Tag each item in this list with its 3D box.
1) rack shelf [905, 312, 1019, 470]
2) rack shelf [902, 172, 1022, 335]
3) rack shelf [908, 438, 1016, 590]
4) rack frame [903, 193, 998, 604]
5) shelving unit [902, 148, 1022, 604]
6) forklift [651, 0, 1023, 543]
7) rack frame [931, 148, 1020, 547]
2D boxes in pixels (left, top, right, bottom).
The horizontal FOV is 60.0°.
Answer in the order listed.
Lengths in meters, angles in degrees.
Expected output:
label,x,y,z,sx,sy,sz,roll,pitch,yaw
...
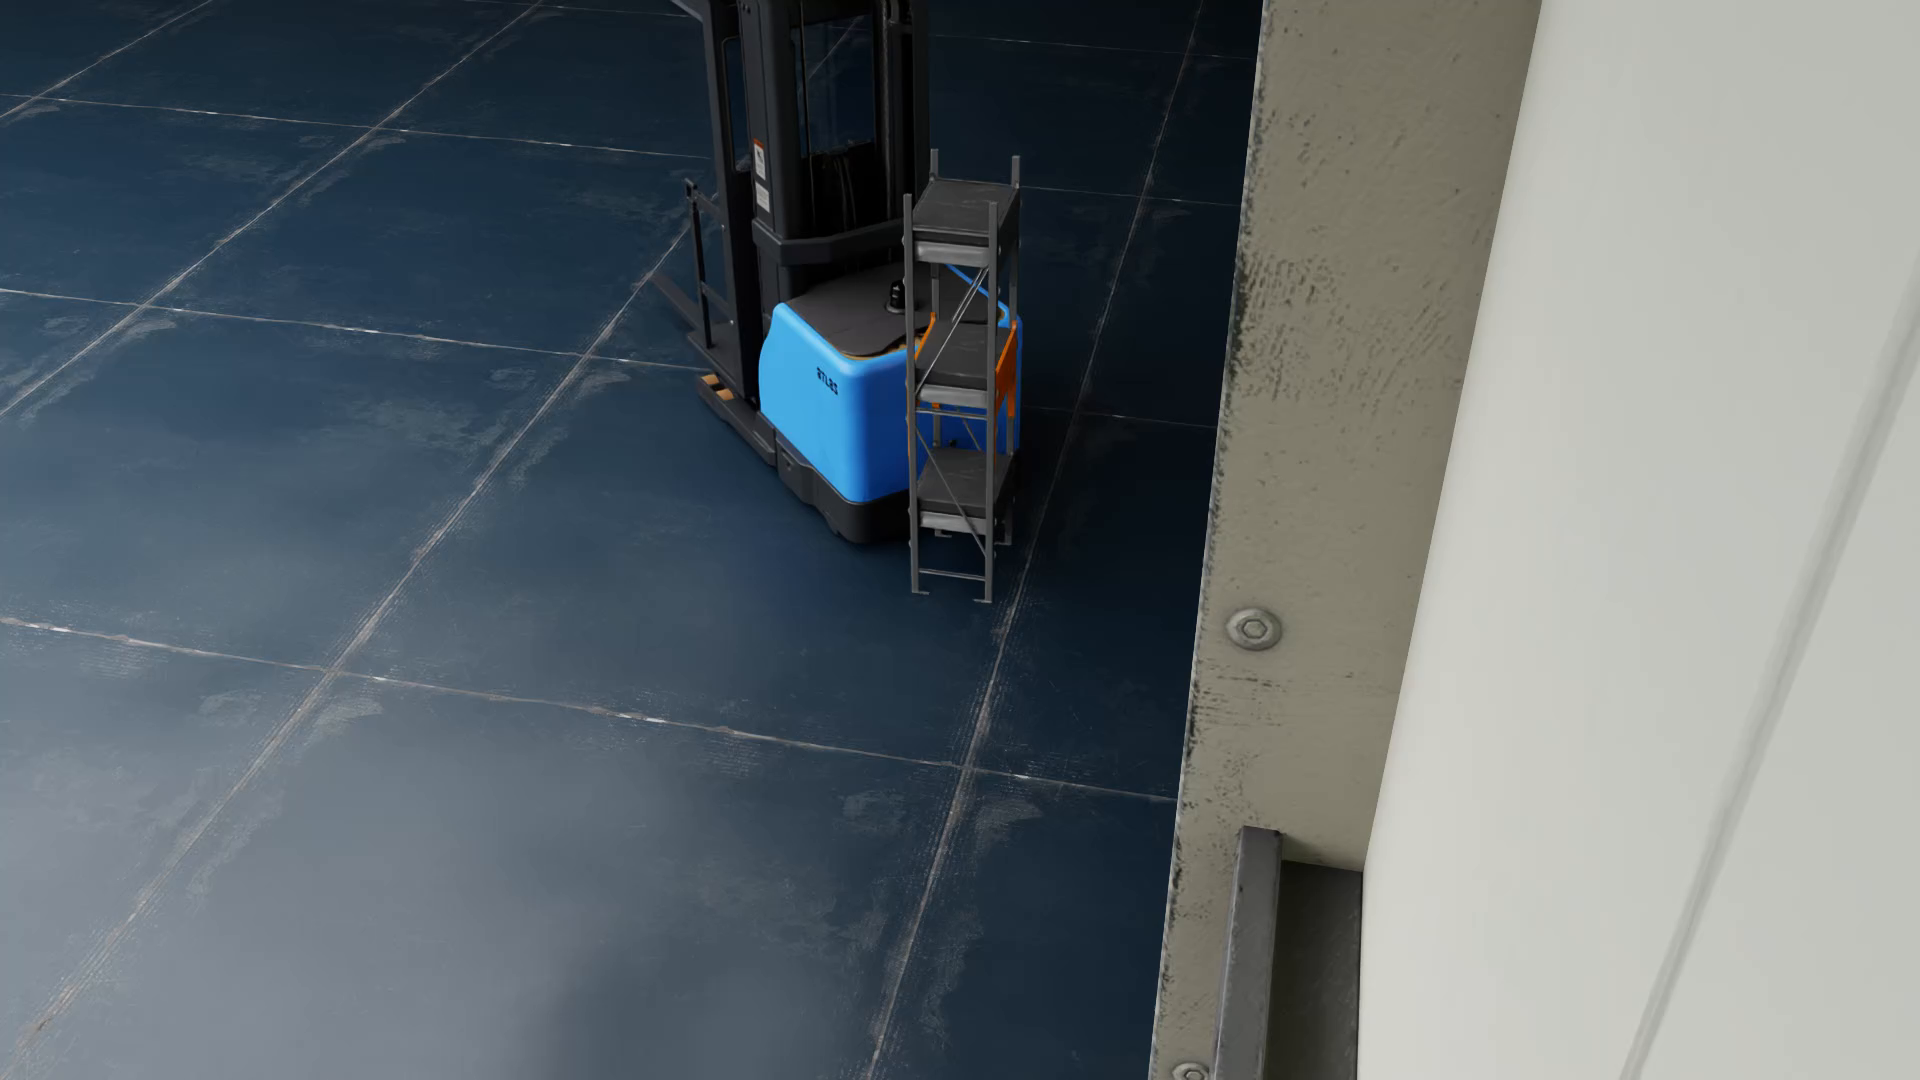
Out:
label,x,y,z,sx,sy,sz,roll,pitch,yaw
rack shelf,0.014,-0.695,7.713,0.431,0.518,0.480,7,37,10
rack shelf,0.014,-1.262,7.303,0.431,0.518,0.480,7,37,10
rack shelf,0.014,-0.128,8.124,0.431,0.518,0.480,7,37,10
rack frame,-0.039,-0.567,7.513,0.400,2.100,0.015,7,37,10
shelving unit,0.014,-0.706,7.705,0.431,2.100,0.503,7,37,10
forklift,-0.869,-2.008,8.793,1.130,2.935,3.031,-20,40,-25
rack frame,0.067,-0.846,7.898,0.400,2.100,0.015,7,37,10
